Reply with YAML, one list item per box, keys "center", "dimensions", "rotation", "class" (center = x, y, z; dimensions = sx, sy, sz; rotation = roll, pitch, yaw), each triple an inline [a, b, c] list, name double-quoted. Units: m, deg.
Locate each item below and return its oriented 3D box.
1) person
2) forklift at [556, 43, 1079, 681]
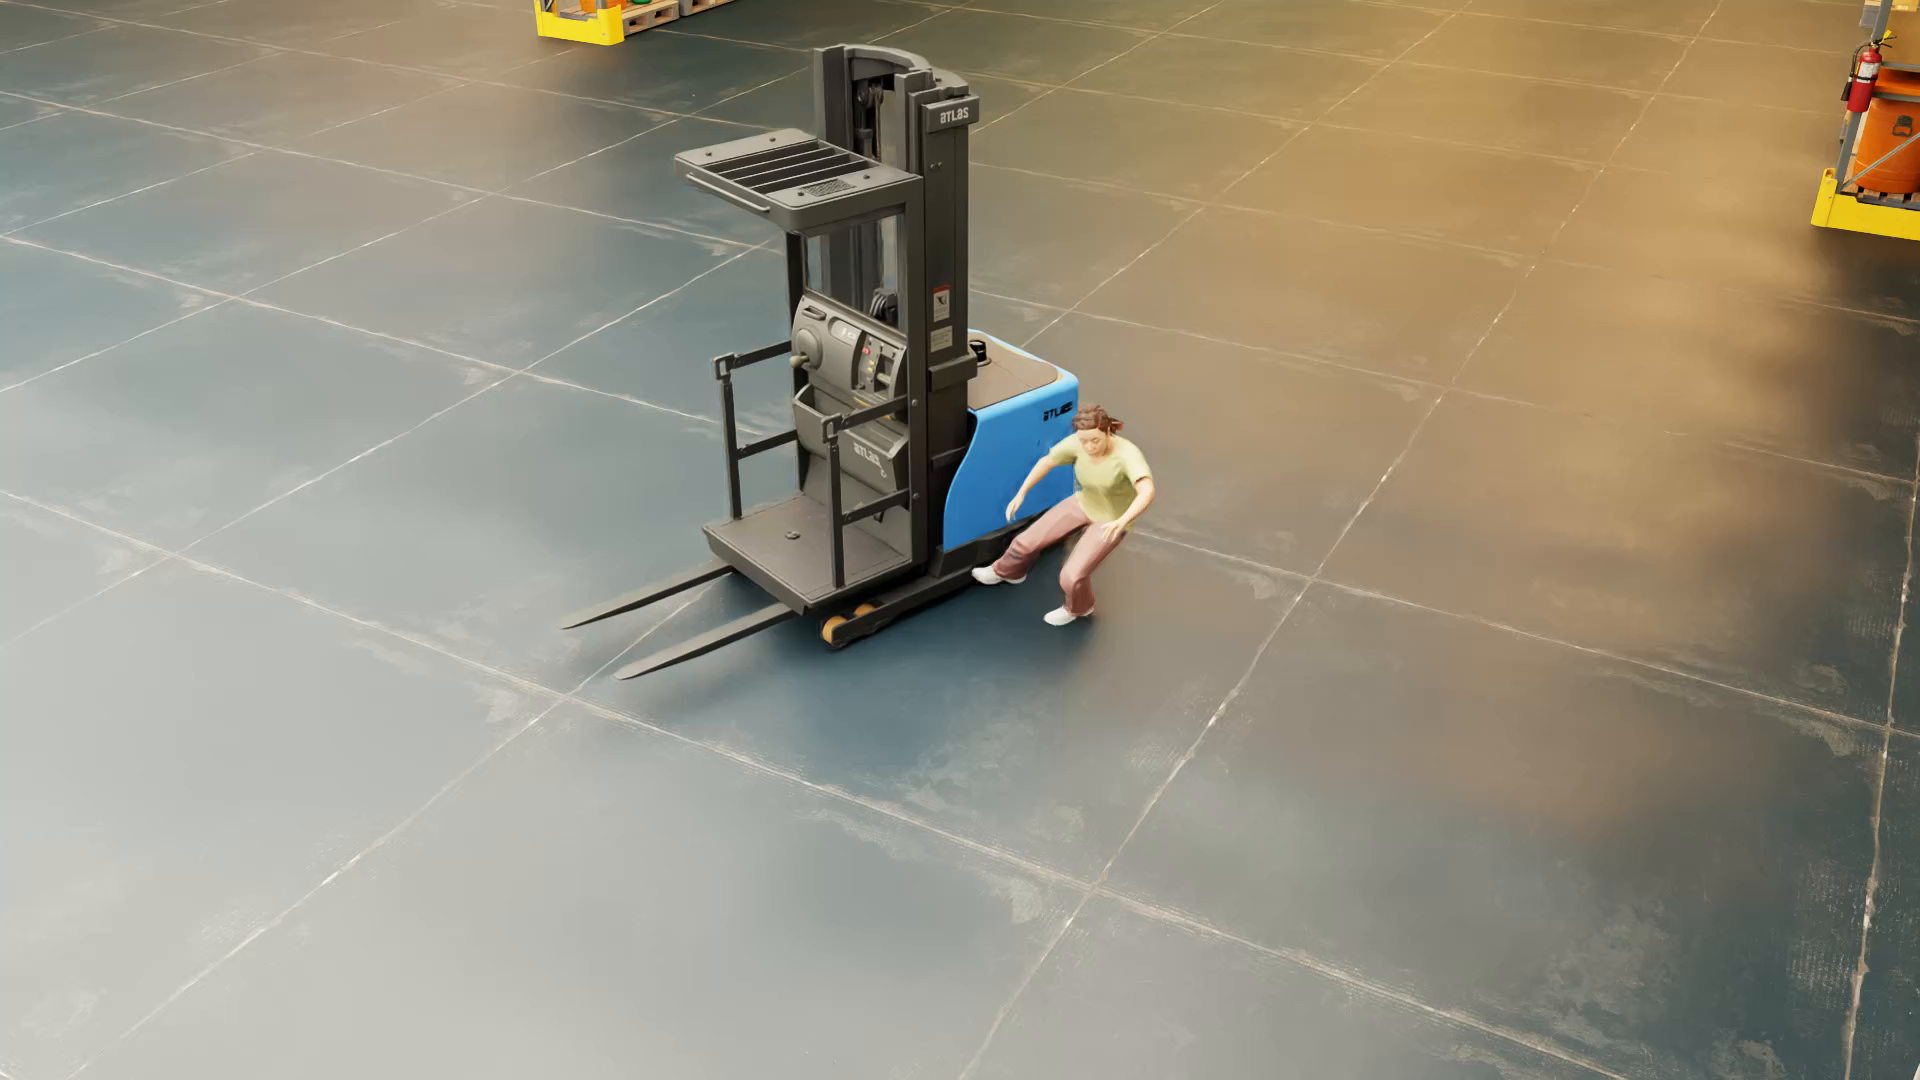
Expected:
- center: [0.499, -0.103, 8.766]
  dimensions: [1.197, 1.429, 0.812]
  rotation: [20, 35, 30]
  class: "person"
- center: [-0.761, -0.986, 8.780]
  dimensions: [3.031, 2.935, 1.130]
  rotation: [-23, 37, -34]
  class: "forklift"
